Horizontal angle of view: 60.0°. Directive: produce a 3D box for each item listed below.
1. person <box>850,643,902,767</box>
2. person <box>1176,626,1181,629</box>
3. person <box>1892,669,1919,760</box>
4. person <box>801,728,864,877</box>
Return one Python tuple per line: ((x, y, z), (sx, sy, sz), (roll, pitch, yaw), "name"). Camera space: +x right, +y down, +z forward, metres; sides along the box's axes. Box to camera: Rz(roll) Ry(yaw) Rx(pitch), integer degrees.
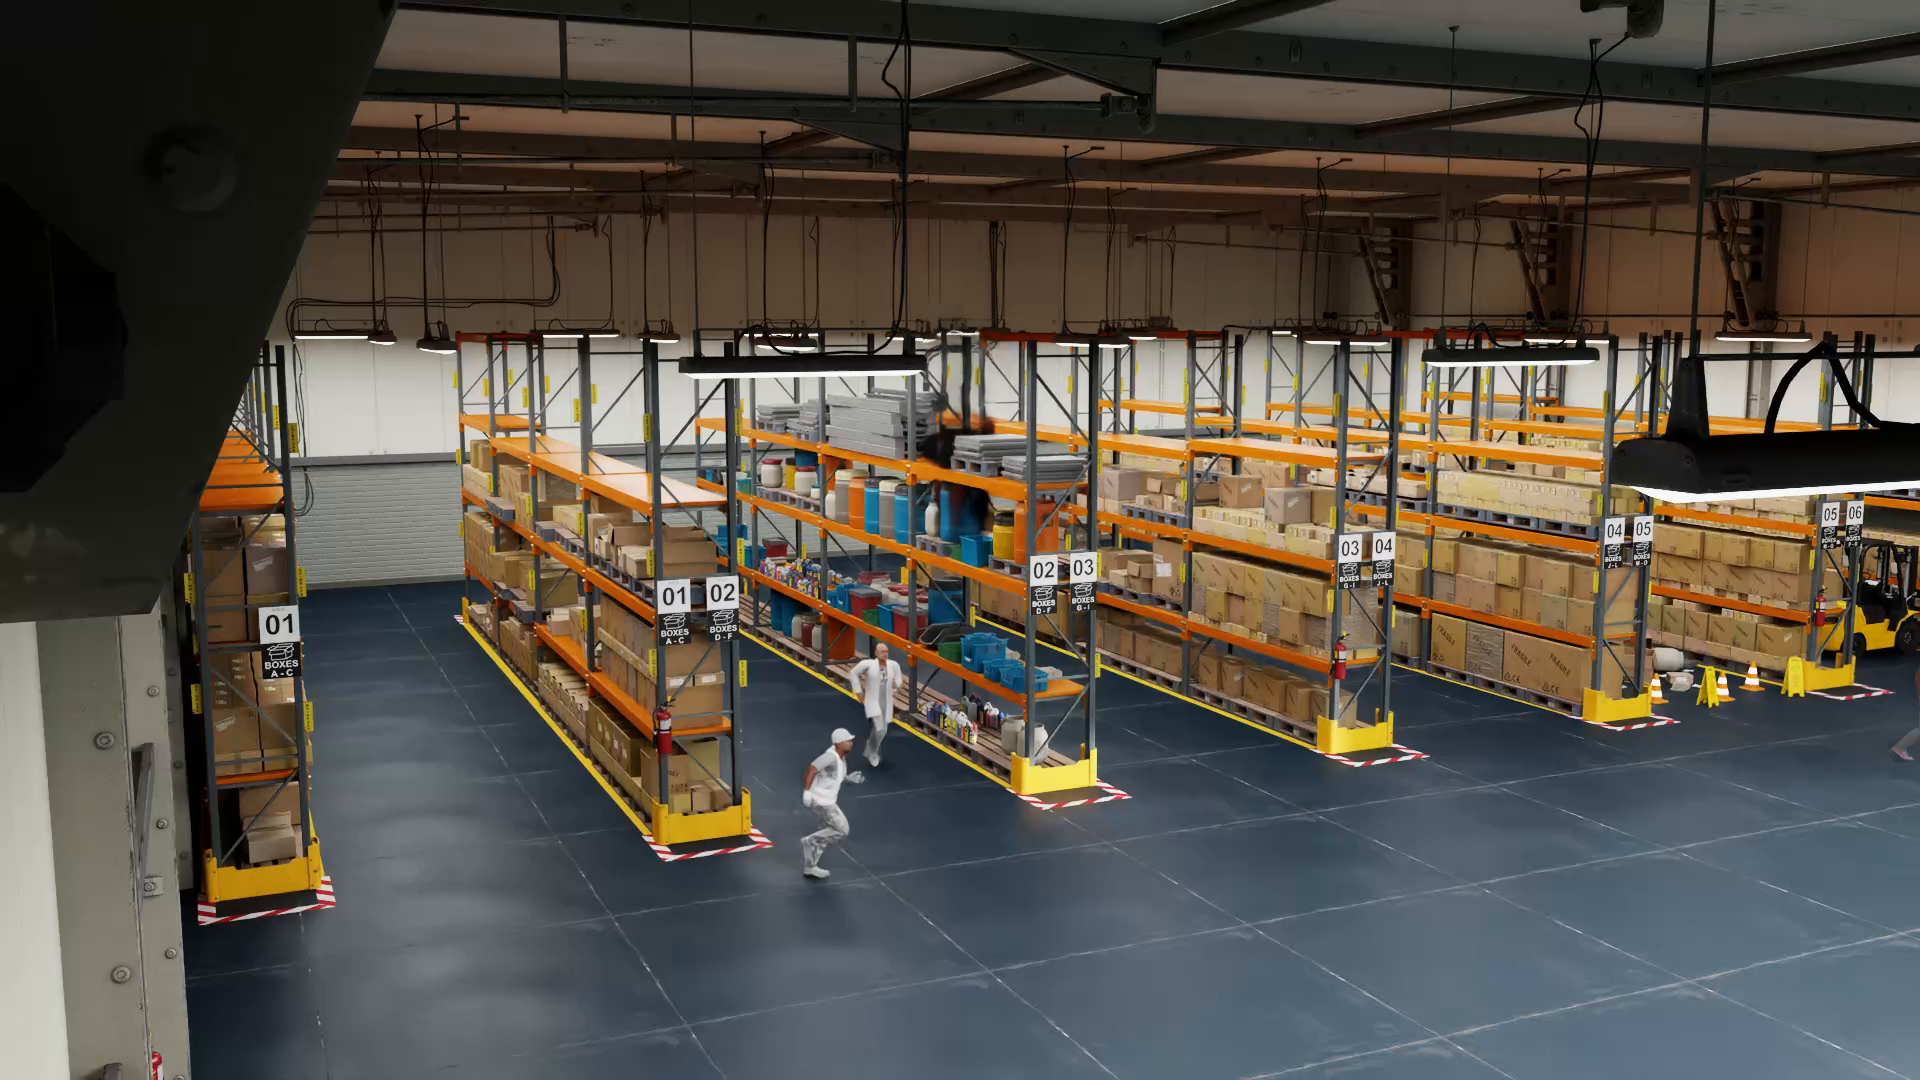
((-1.143, 2.318, 23.392), (0.691, 1.762, 0.799), (-4, 9, -27), "person")
((4.546, 0.997, 33.583), (0.604, 1.629, 0.581), (-4, 9, -28), "person")
((13.680, 2.372, 23.477), (0.847, 1.697, 0.599), (3, 8, 22), "person")
((-1.443, 2.967, 18.824), (0.723, 1.699, 0.668), (0, 8, -1), "person")
